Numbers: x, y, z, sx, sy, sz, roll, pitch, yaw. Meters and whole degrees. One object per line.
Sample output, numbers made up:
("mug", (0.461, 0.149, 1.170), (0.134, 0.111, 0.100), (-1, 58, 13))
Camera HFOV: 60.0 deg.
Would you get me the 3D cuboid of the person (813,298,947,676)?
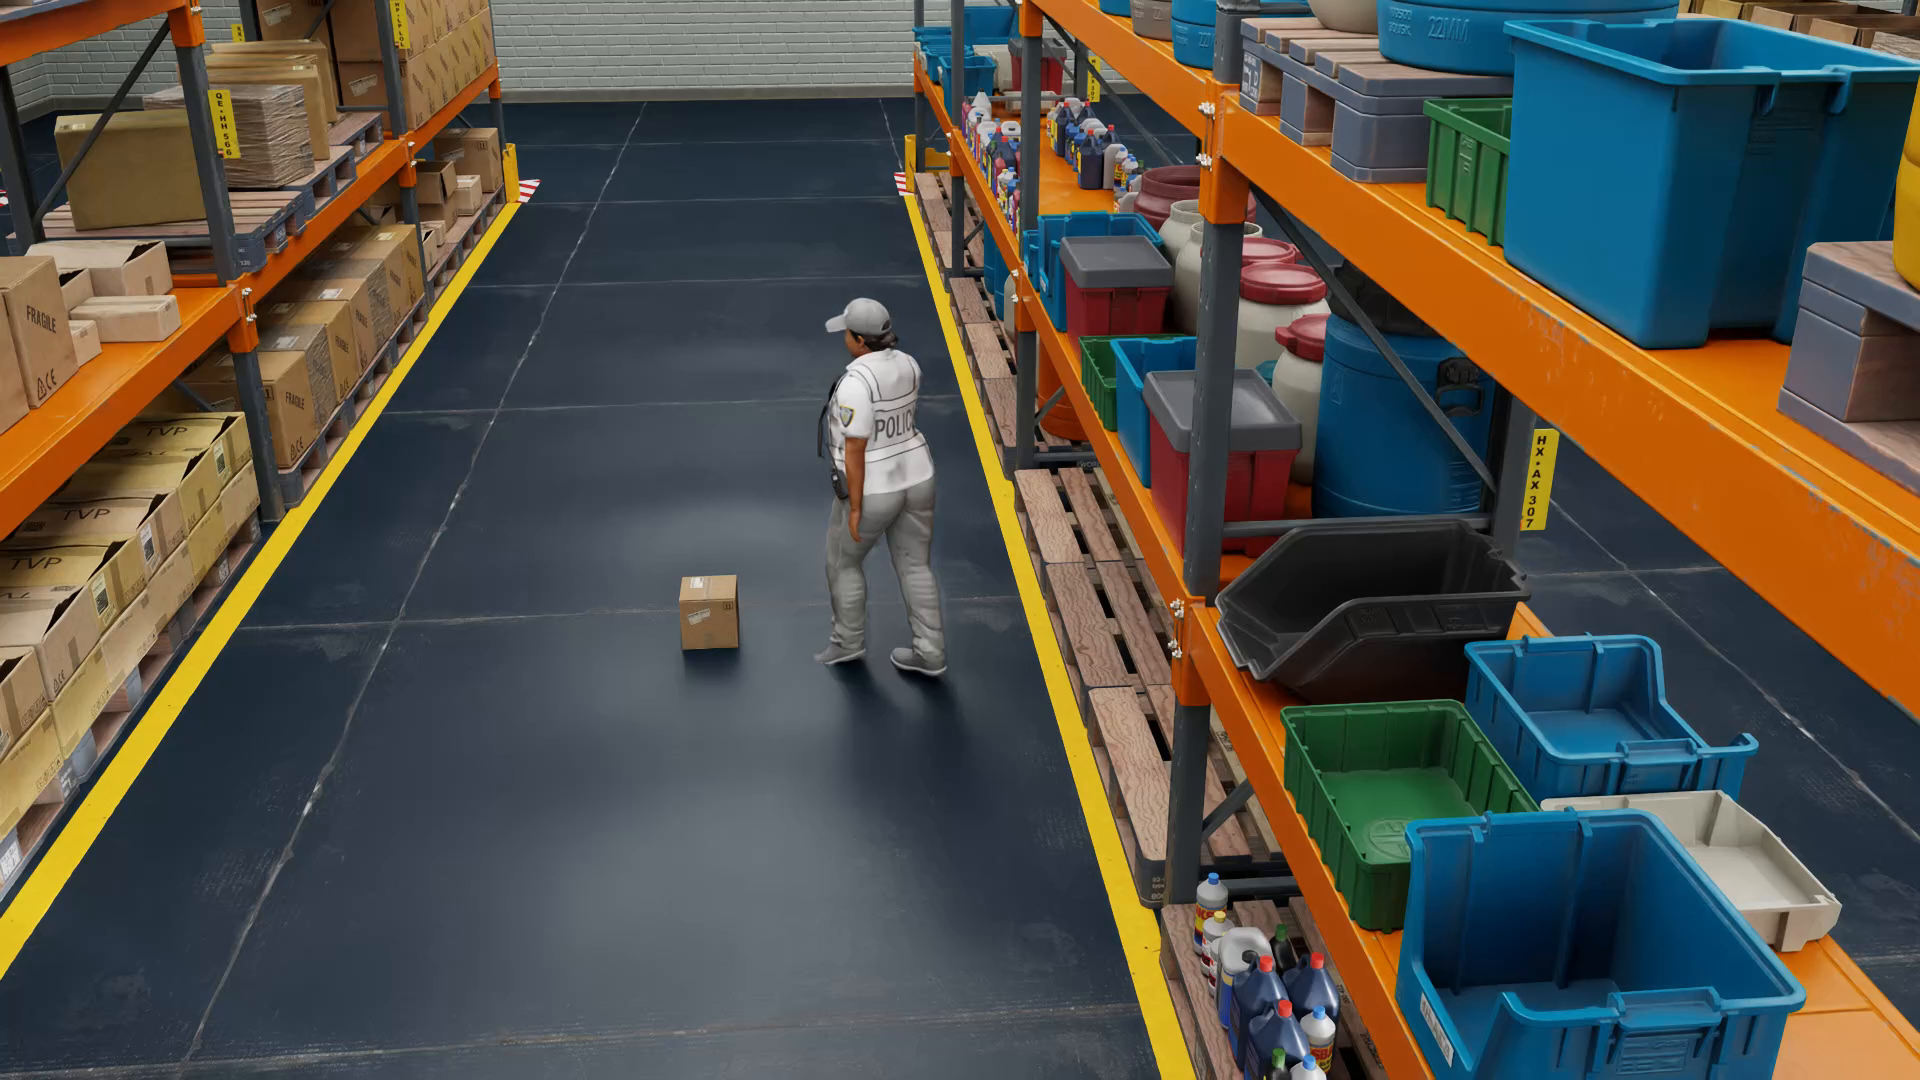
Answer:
("person", (-0.333, -0.182, 7.078), (0.635, 1.710, 0.487), (22, 32, 40))
